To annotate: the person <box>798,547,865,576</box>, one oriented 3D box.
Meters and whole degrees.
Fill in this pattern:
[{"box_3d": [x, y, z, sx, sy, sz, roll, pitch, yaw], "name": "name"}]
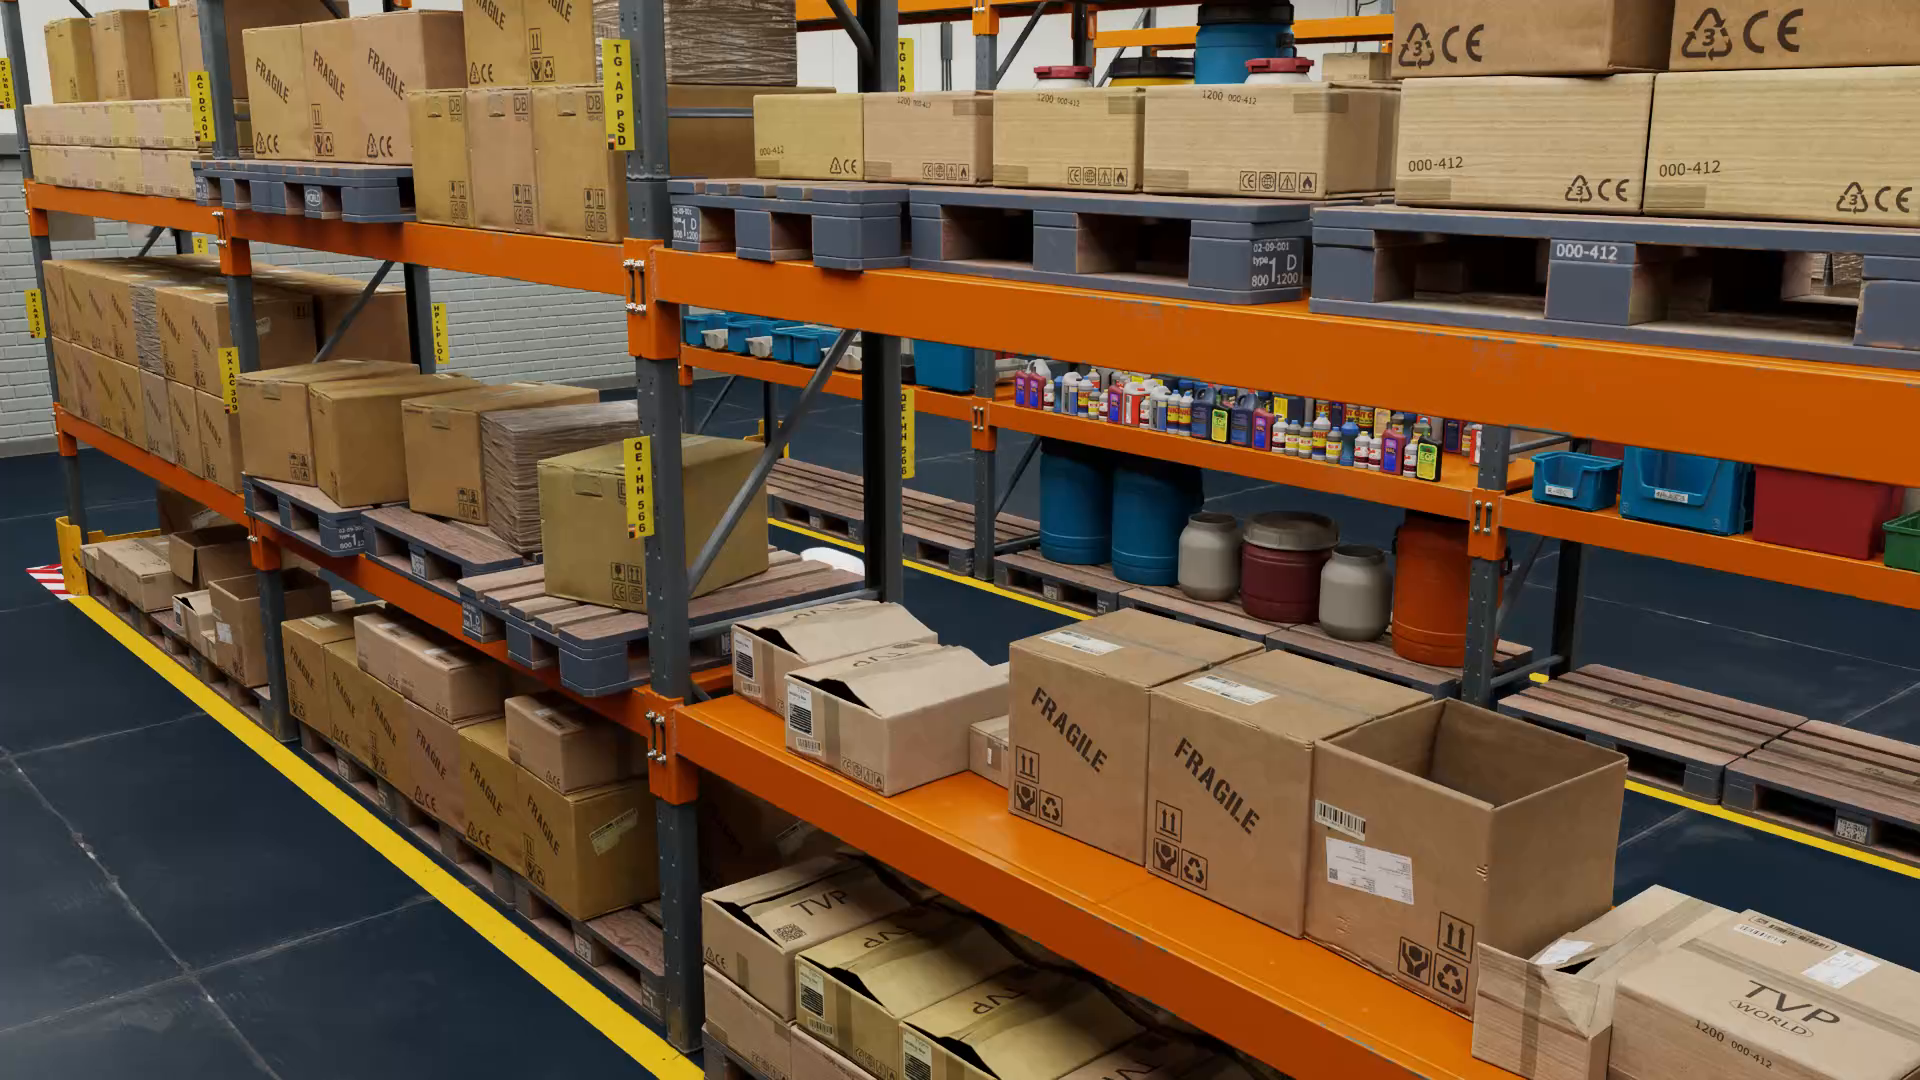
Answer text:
[{"box_3d": [-0.910, 0.535, 9.103, 1.001, 0.916, 0.519, -13, 19, -42], "name": "person"}]
